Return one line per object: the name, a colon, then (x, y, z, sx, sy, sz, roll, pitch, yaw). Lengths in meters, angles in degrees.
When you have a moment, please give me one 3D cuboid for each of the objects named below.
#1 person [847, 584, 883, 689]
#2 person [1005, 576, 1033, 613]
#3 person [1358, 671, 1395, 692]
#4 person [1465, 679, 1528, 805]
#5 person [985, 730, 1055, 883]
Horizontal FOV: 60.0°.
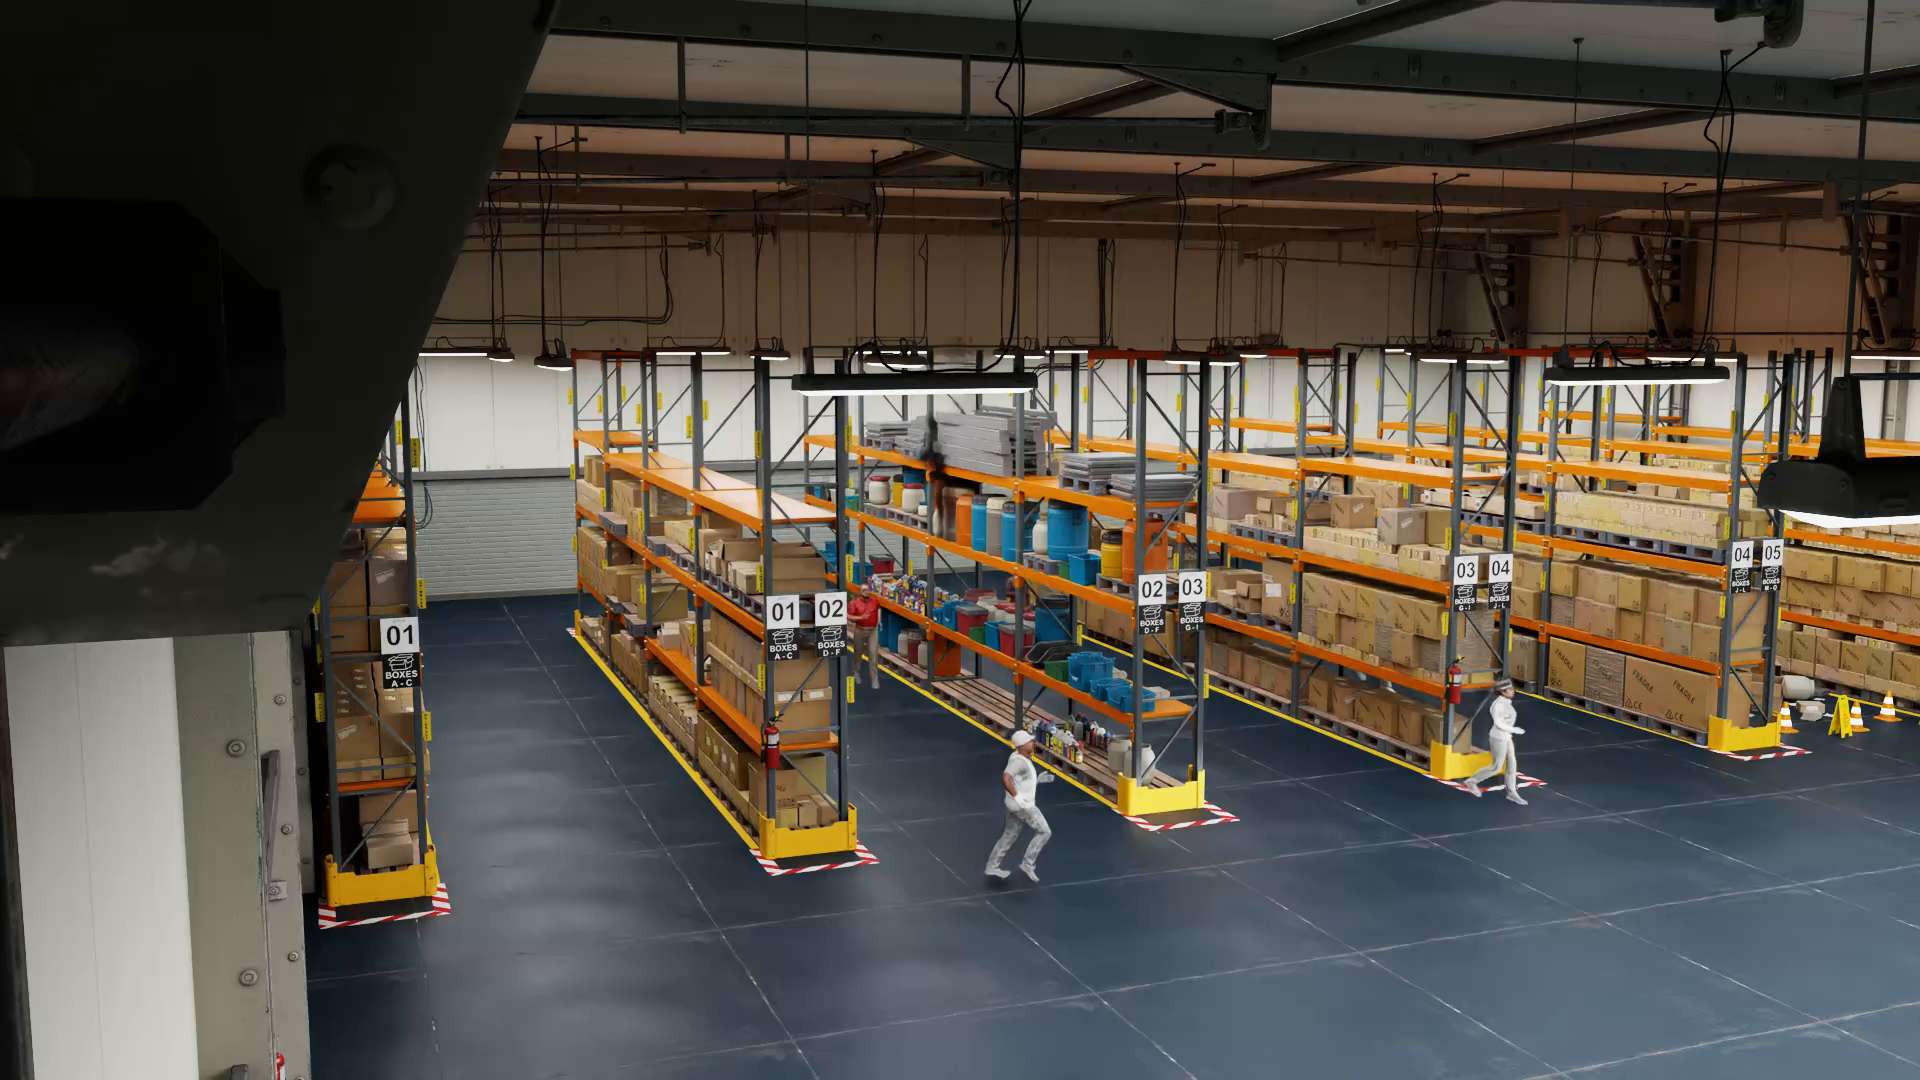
person: (-1.617, 1.631, 28.518, 0.657, 1.770, 0.900, -2, 7, -17)
person: (1.189, 1.369, 32.890, 0.681, 1.826, 0.776, -4, 8, -29)
person: (7.433, 1.810, 29.540, 0.724, 1.762, 0.956, -4, 8, -27)
person: (7.285, 2.709, 22.497, 0.818, 1.709, 0.638, 4, 8, 26)
person: (0.703, 3.075, 19.143, 0.823, 1.791, 0.697, -1, 7, -9)
